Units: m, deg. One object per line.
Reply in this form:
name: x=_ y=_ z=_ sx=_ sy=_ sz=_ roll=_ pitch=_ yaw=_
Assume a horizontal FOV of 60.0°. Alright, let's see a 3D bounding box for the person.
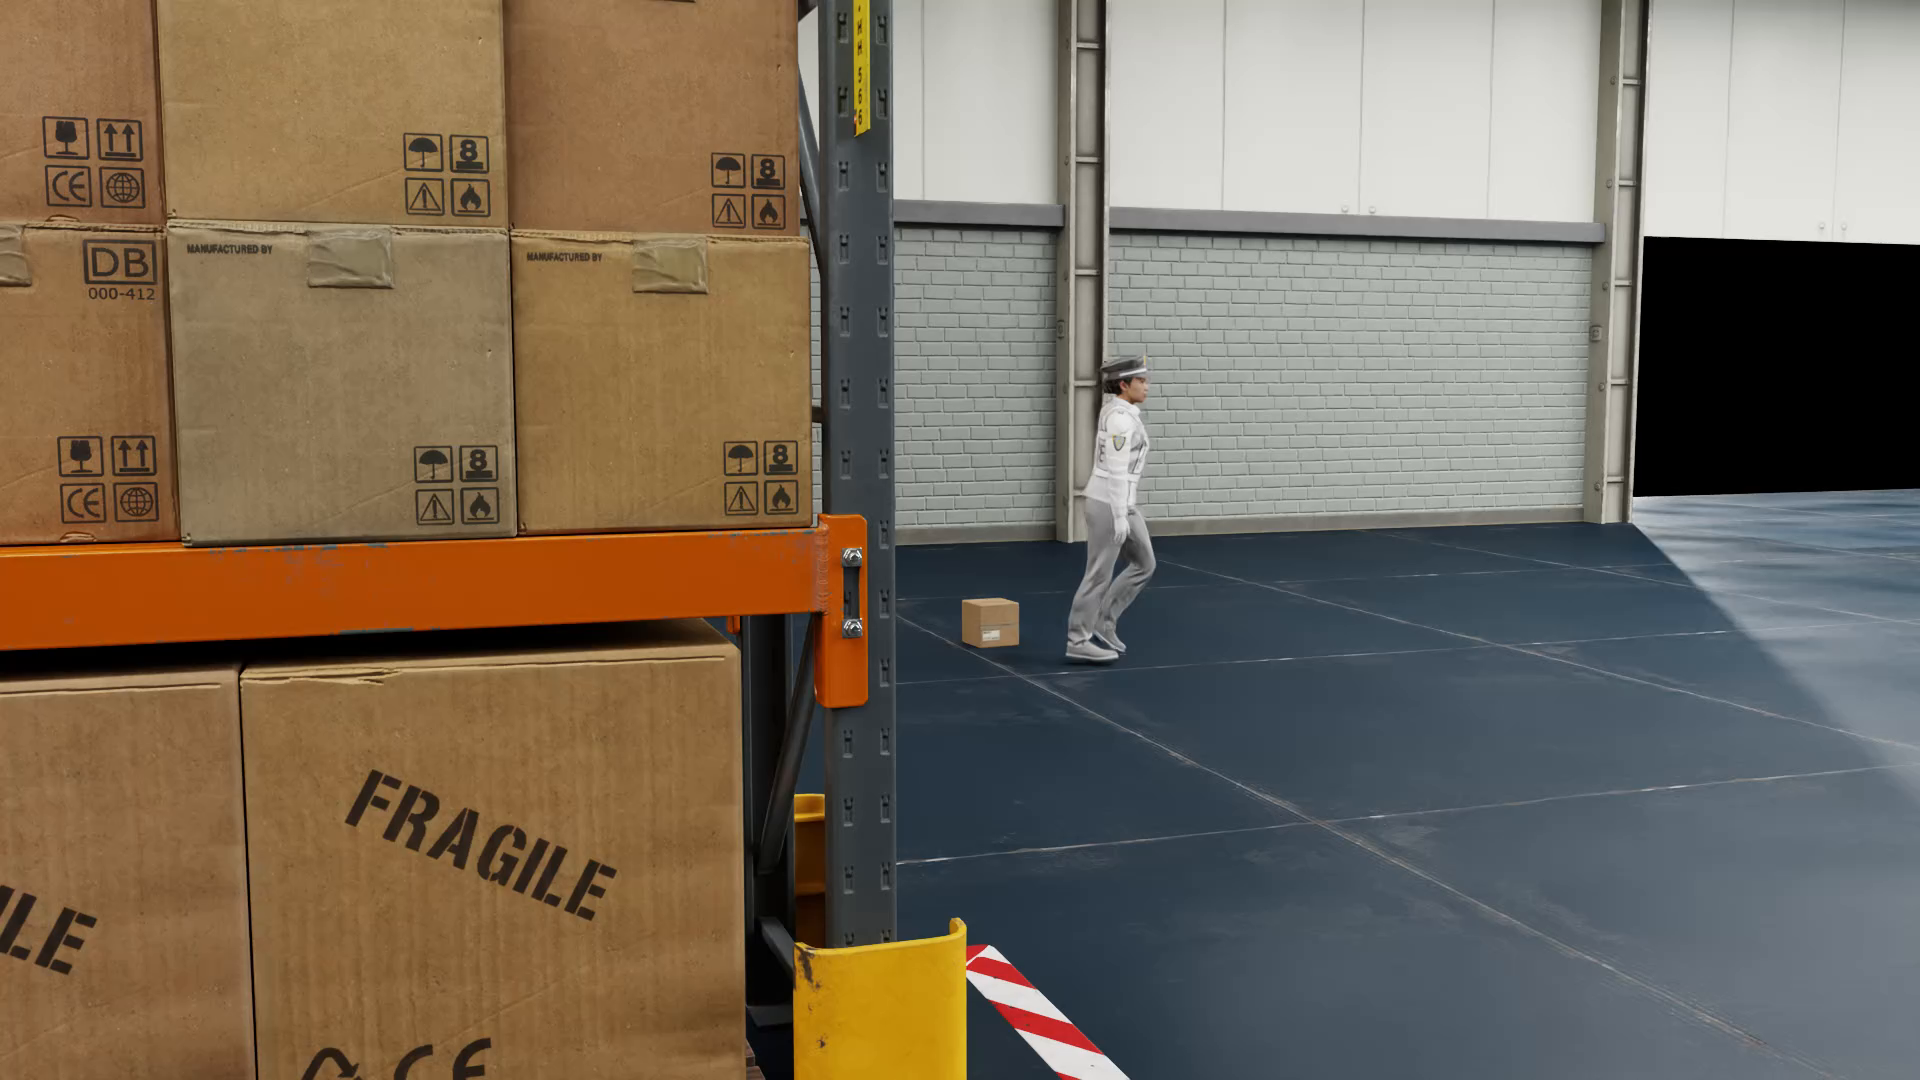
person: x=0.817 y=-0.169 z=8.958 sx=0.488 sy=1.662 sz=0.514 roll=1 pitch=6 yaw=7
